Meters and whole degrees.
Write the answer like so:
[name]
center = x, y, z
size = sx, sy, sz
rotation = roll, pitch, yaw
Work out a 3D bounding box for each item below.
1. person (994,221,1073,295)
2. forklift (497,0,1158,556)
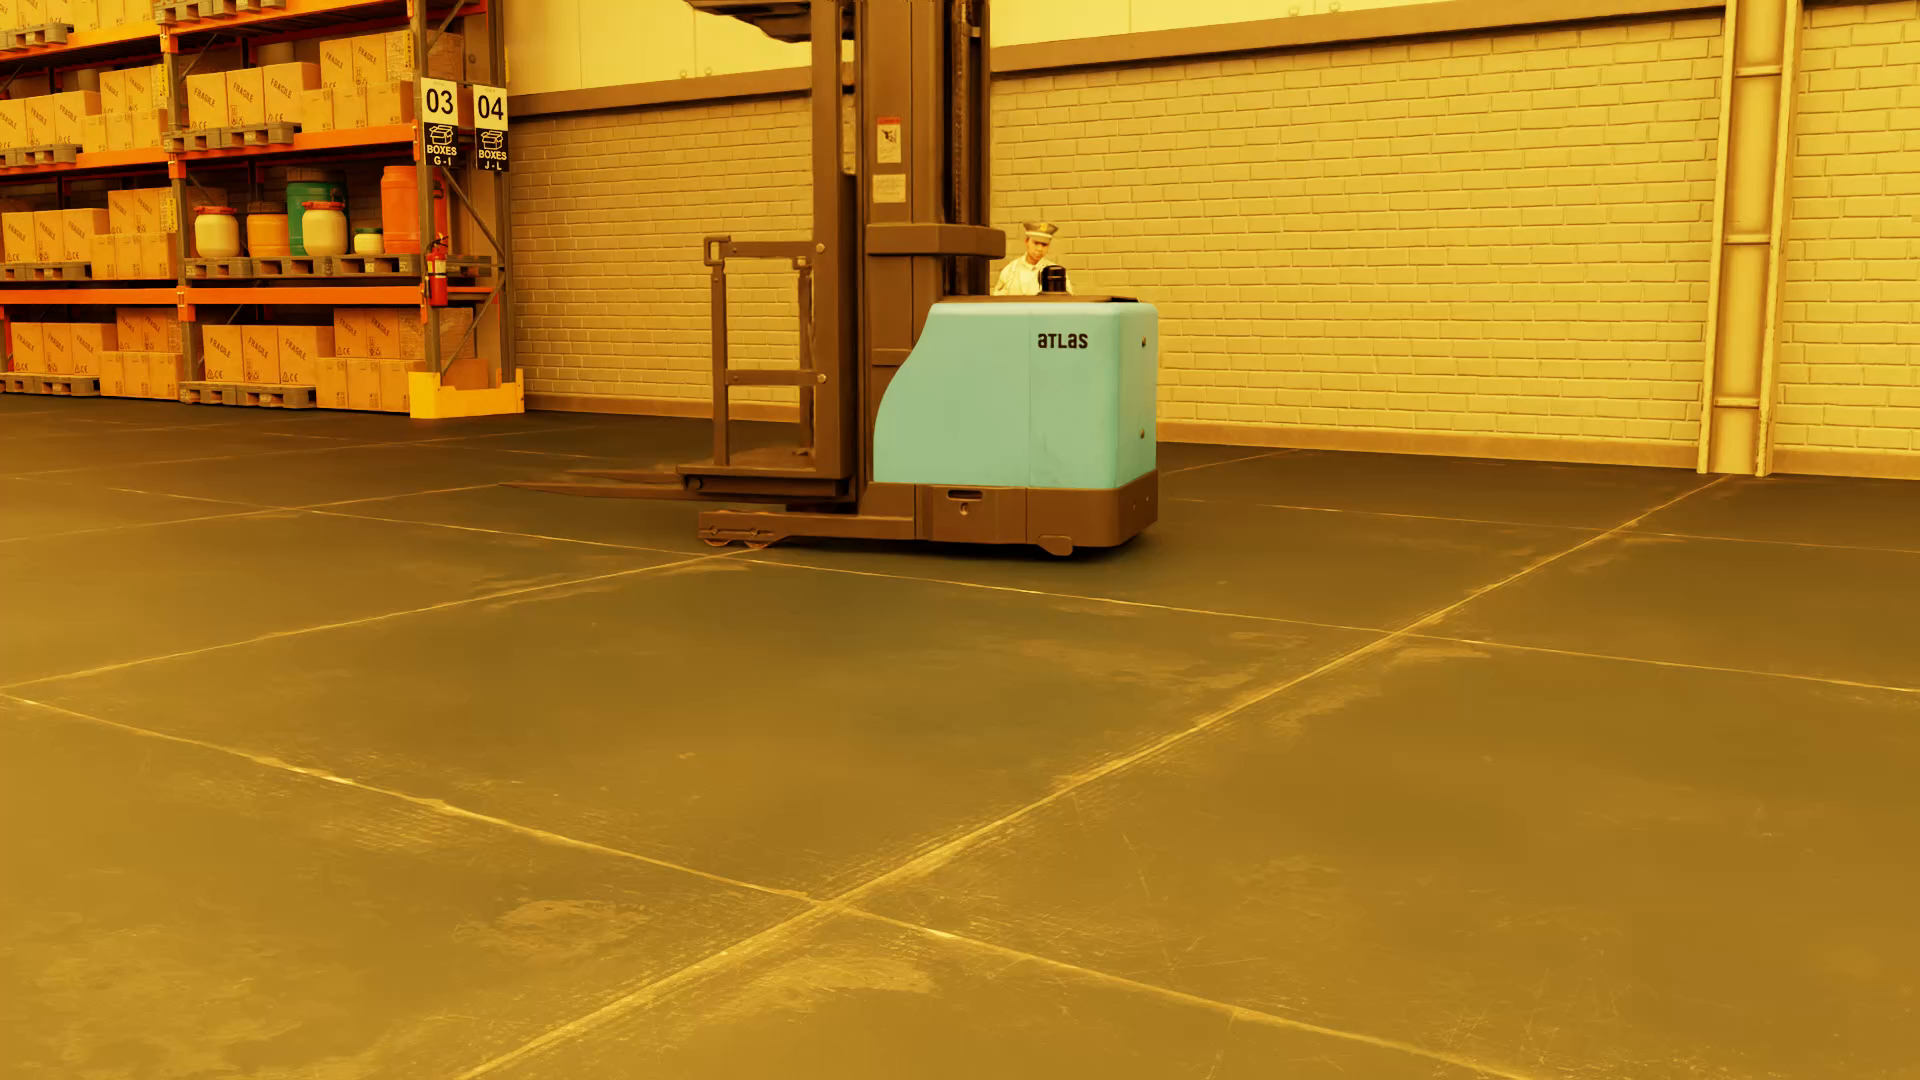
[person]
center = 0.493, -1.310, 11.216
size = 0.810, 1.643, 0.423
rotation = 4, 9, 24
[forklift]
center = -0.655, -1.479, 7.592
size = 3.031, 2.935, 1.130
rotation = 2, 8, 17
